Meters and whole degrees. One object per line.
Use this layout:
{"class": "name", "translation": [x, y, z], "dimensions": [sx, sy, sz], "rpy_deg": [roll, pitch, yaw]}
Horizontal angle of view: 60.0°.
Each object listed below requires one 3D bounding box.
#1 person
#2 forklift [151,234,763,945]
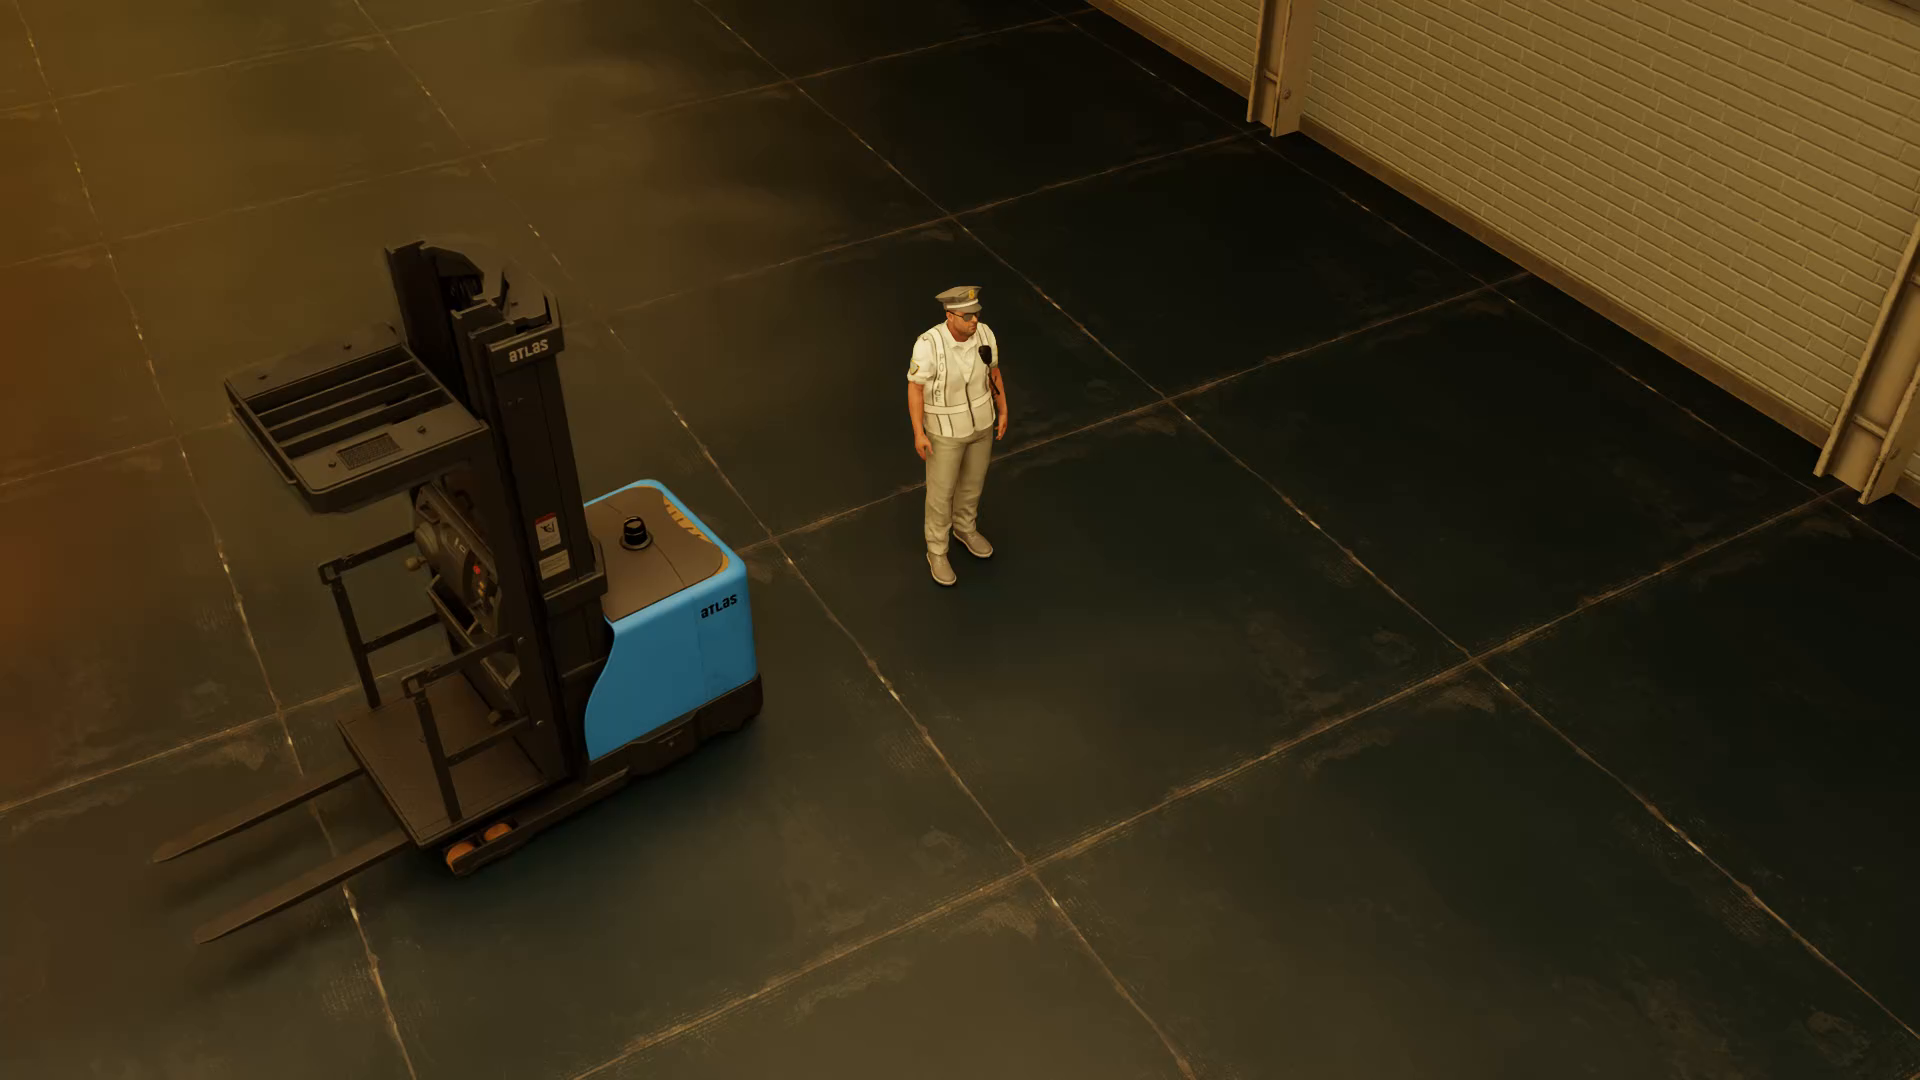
{"class": "person", "translation": [0.029, -0.644, 9.702], "dimensions": [0.641, 1.778, 0.574], "rpy_deg": [-20, 44, -23]}
{"class": "forklift", "translation": [-2.556, 0.161, 7.842], "dimensions": [3.031, 2.935, 1.130], "rpy_deg": [-26, 46, -28]}
